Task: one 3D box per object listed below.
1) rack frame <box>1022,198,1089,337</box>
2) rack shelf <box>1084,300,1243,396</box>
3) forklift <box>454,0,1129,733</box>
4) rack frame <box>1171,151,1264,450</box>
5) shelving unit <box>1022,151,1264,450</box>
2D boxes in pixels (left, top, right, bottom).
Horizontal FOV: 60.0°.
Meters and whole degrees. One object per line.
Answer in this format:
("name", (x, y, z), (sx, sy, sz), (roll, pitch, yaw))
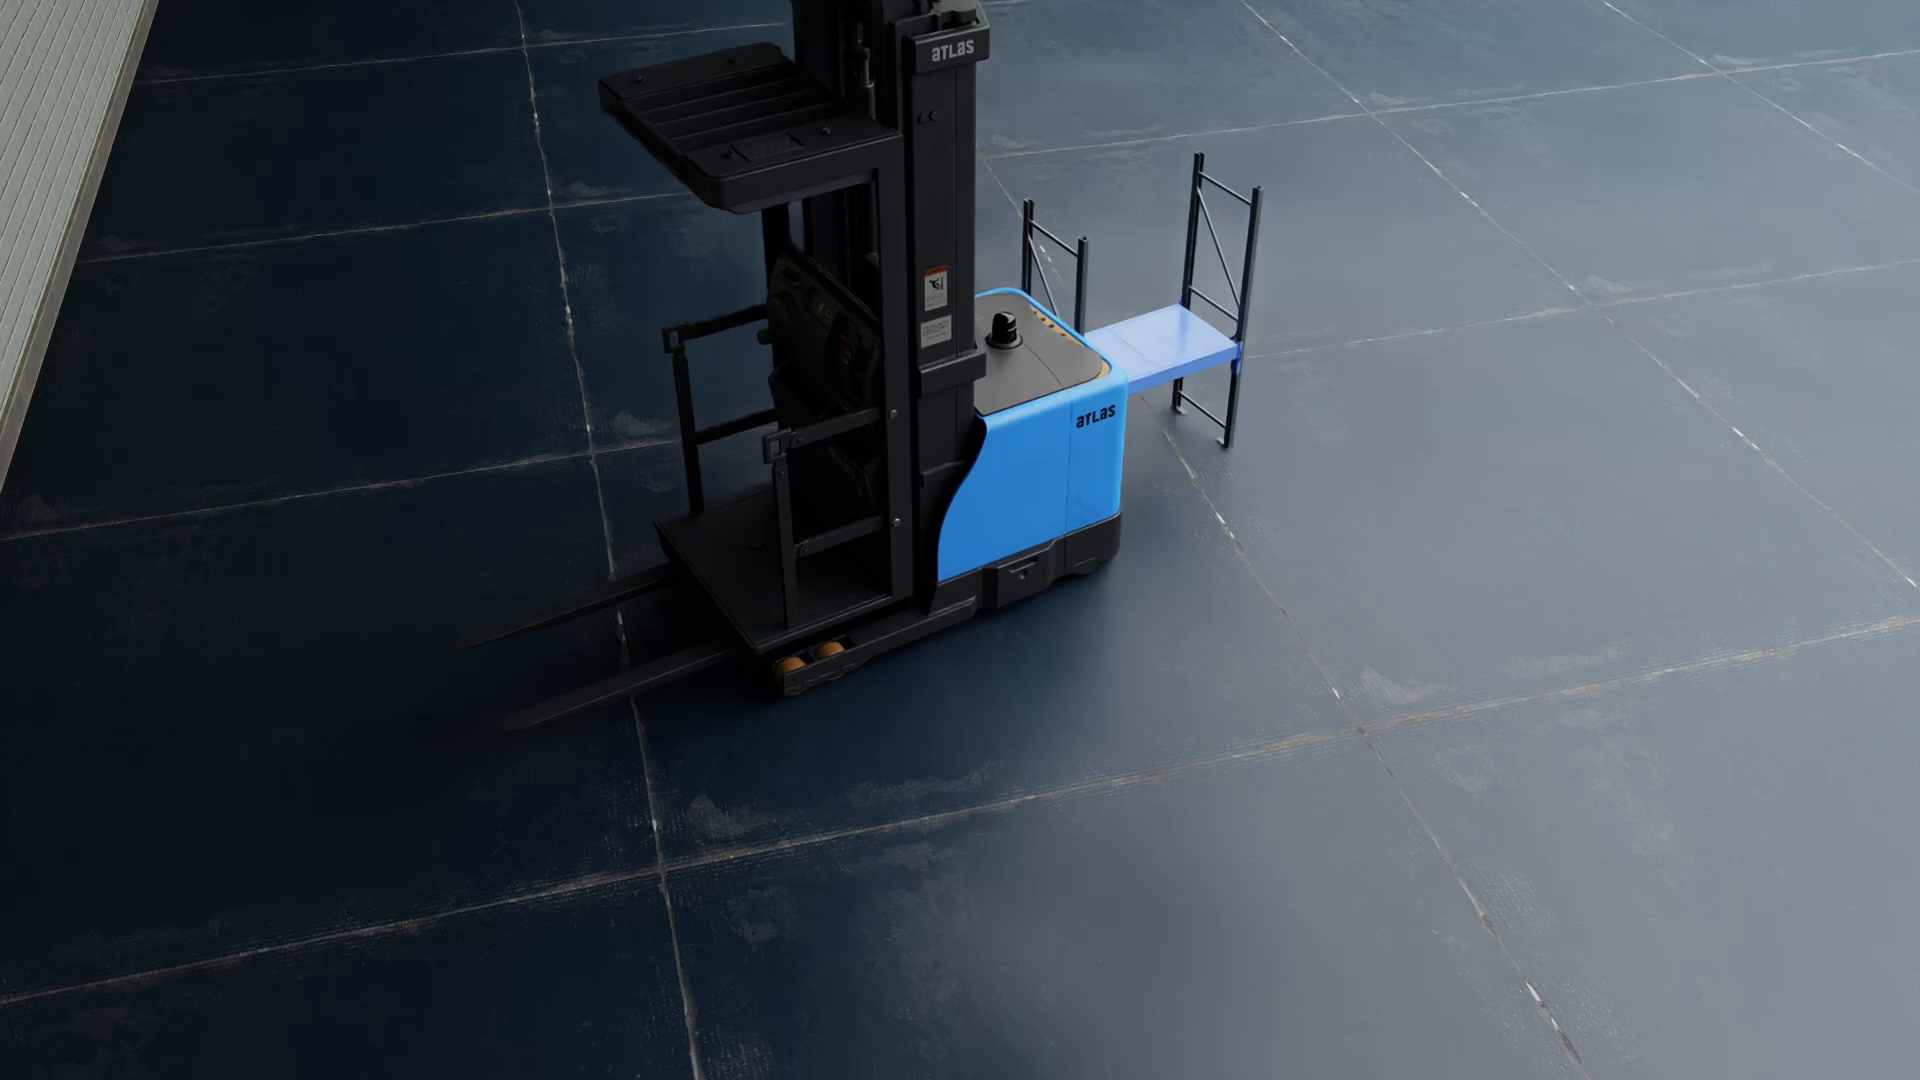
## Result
("rack frame", (0.444, -0.891, 8.160), (0.032, 1.500, 0.500), (-20, 42, -24))
("rack shelf", (0.878, -0.909, 8.479), (1.000, 0.185, 0.538), (-20, 42, -24))
("forklift", (-0.752, -0.848, 6.926), (3.031, 2.935, 1.130), (-20, 42, -24))
("rack frame", (1.313, -1.212, 8.579), (0.032, 1.500, 0.500), (-20, 42, -24))
("shelving unit", (0.878, -1.051, 8.369), (1.048, 1.500, 0.538), (-20, 42, -24))
